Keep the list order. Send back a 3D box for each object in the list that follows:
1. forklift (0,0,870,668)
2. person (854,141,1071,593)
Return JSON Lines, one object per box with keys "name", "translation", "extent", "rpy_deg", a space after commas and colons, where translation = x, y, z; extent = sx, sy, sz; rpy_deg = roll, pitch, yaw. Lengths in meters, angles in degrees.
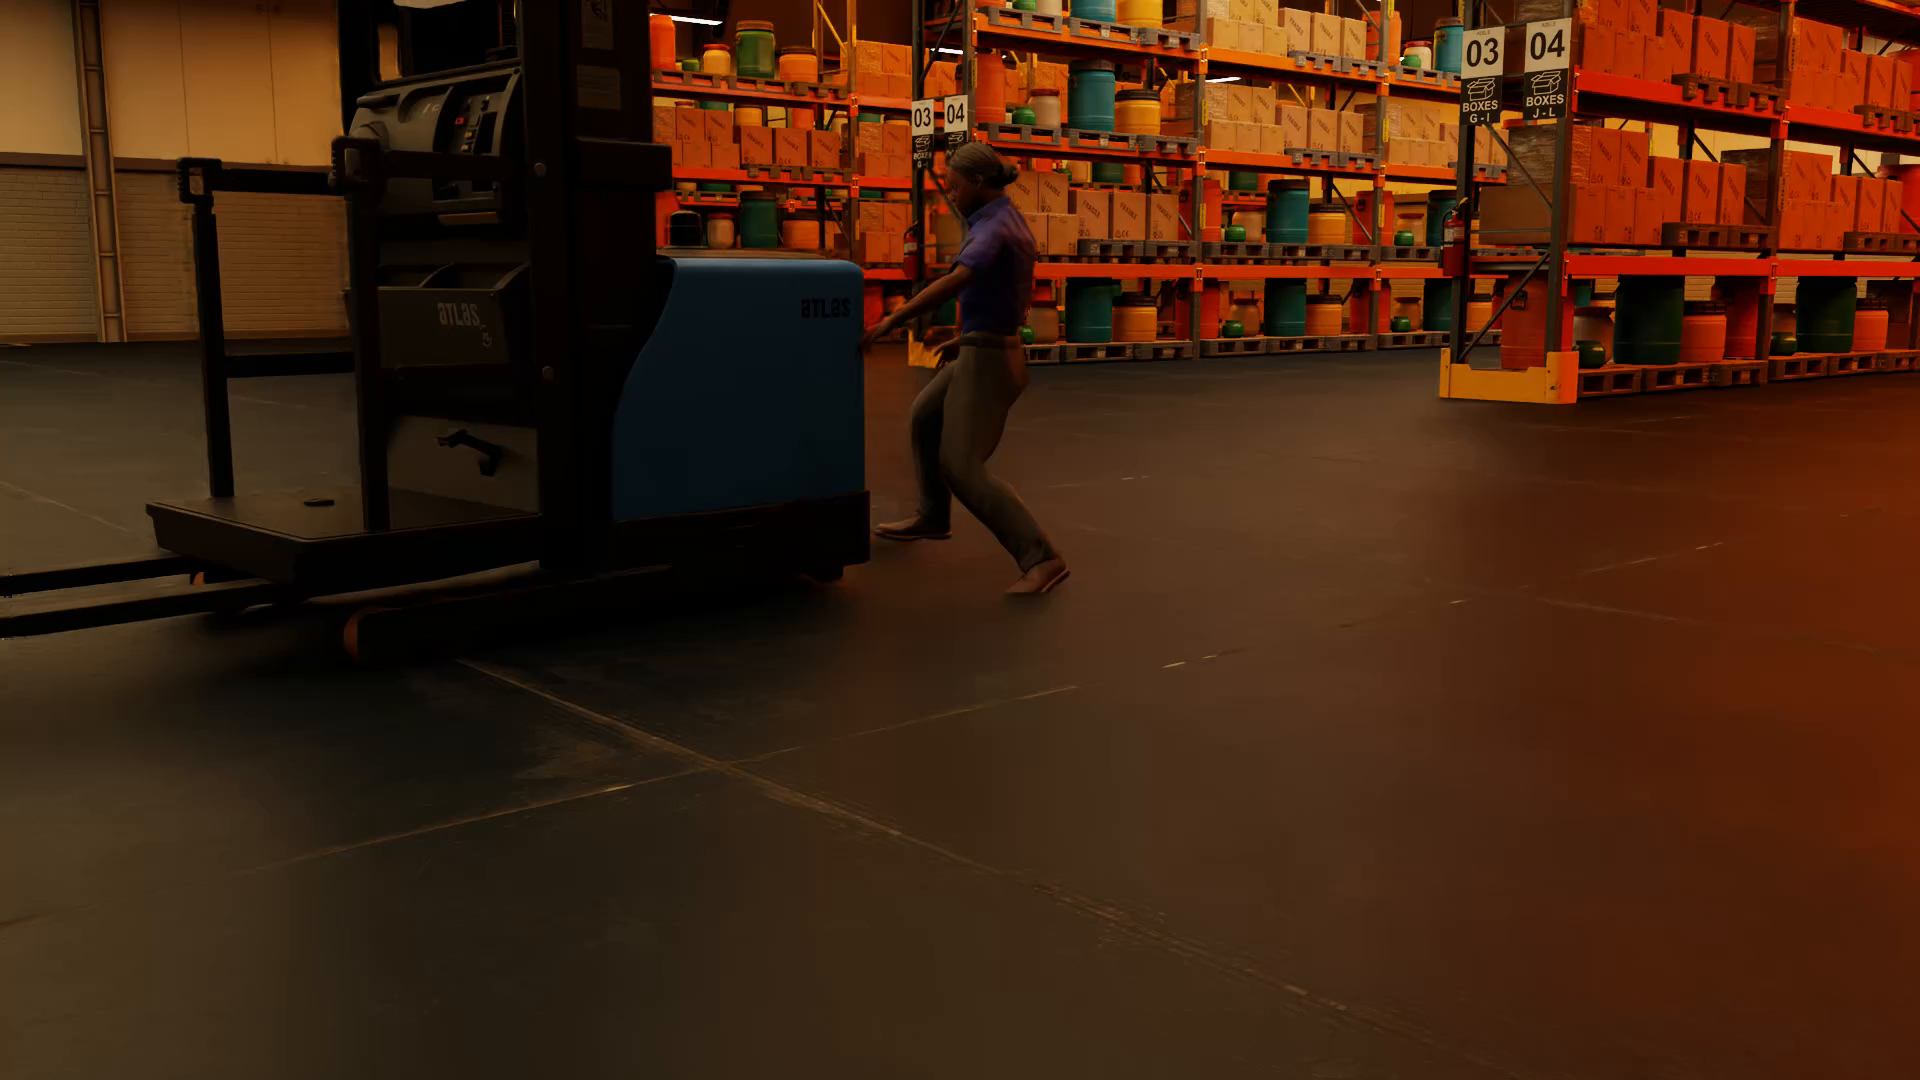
{"name": "forklift", "translation": [-1.693, -1.200, 4.708], "extent": [1.130, 2.935, 3.031], "rpy_deg": [8, 12, 44]}
{"name": "person", "translation": [0.010, -0.608, 5.815], "extent": [0.861, 1.511, 0.933], "rpy_deg": [2, 9, 14]}
